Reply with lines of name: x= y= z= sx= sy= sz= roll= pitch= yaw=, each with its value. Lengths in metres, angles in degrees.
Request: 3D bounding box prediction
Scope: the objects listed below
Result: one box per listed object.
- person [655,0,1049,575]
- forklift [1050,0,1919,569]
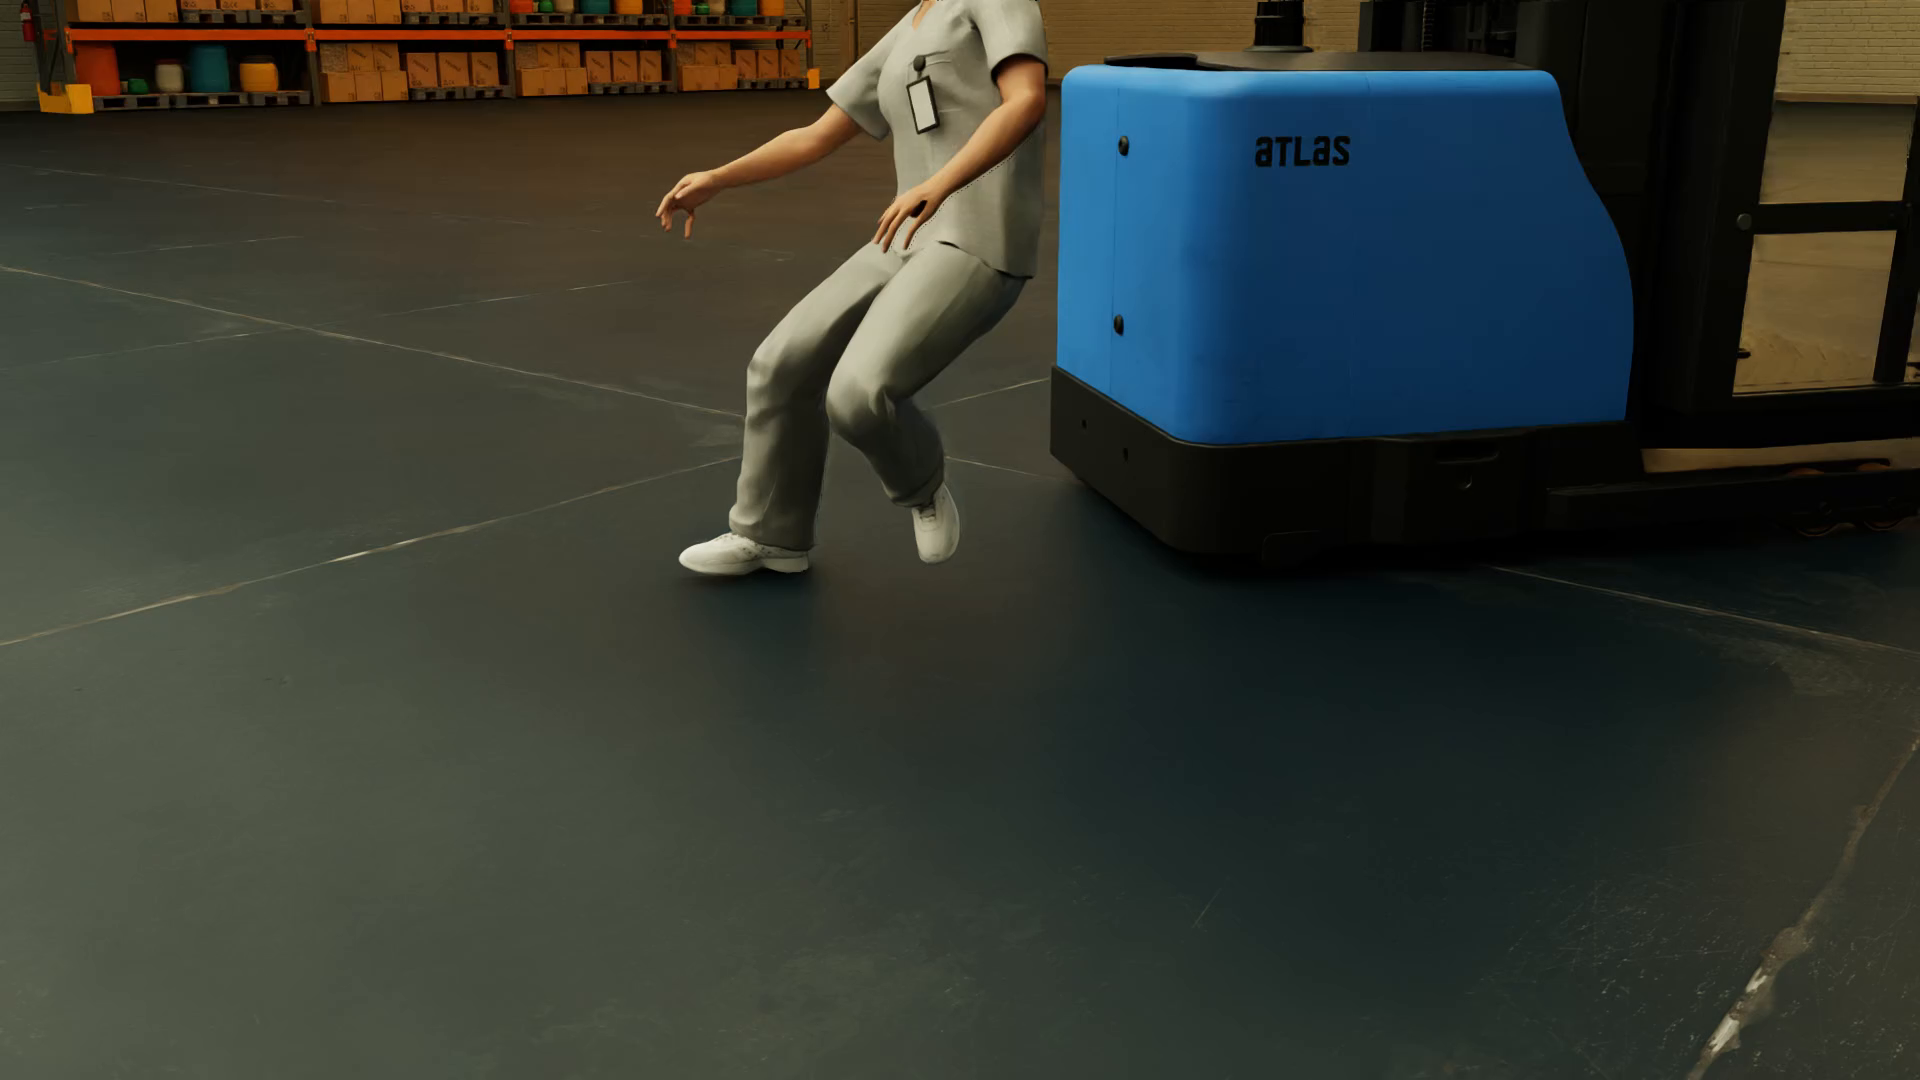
person: x=-0.196 y=-0.584 z=3.267 sx=0.713 sy=1.507 sz=0.756 roll=-10 pitch=19 yaw=-29
forklift: x=1.816 y=-1.551 z=4.007 sx=3.031 sy=2.935 sz=1.130 roll=-4 pitch=17 yaw=-14
